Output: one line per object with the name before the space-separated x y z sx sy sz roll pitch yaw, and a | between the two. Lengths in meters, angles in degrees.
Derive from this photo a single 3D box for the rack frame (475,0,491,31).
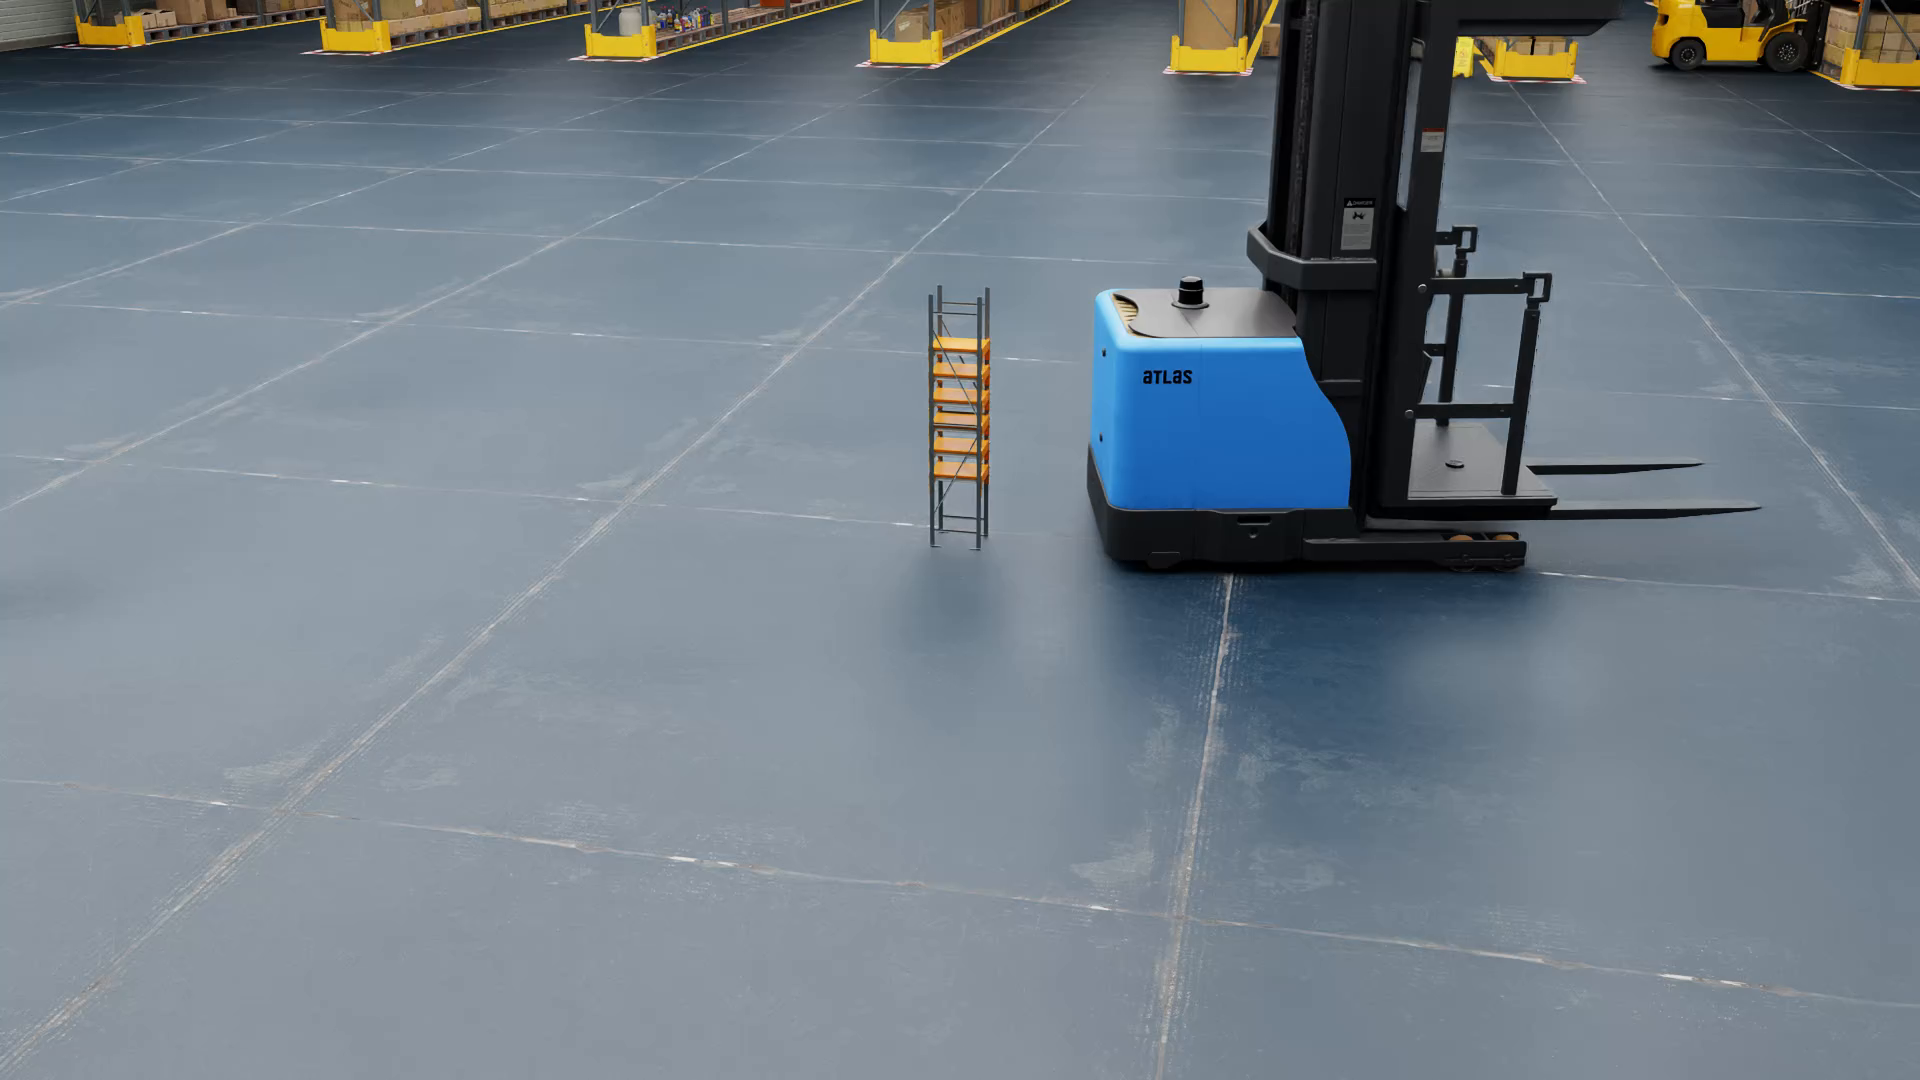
rack frame | -9.780 -11.484 32.353 1.000 3.000 0.127 4 22 11

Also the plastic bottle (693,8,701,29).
plastic bottle | -4.886 -9.635 30.718 0.144 0.351 0.185 4 22 11

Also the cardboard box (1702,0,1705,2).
cardboard box | 15.693 -11.201 34.434 0.500 0.500 0.500 4 22 10

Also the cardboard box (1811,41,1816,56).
cardboard box | 13.754 -7.802 26.330 0.500 0.250 0.500 5 23 13

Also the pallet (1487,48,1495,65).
pallet | 9.269 -7.983 27.392 1.003 0.211 1.213 4 22 11

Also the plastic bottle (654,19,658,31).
plastic bottle | -5.570 -9.391 30.314 0.097 0.201 0.097 0 22 0

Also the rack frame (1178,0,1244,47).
rack frame | 3.936 -8.849 25.812 1.000 3.000 0.127 4 22 11

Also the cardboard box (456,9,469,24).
cardboard box | -9.773 -10.035 31.873 0.500 0.250 0.500 4 22 11

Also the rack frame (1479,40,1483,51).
rack frame | 9.618 -9.972 28.599 1.000 3.000 0.127 4 22 11

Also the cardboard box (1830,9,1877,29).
cardboard box | 13.549 -7.895 25.221 0.500 0.250 0.500 5 22 12

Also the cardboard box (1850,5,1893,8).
cardboard box | 14.268 -8.229 26.050 0.500 0.250 0.500 4 22 10

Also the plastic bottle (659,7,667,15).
plastic bottle | -5.541 -9.748 30.999 0.144 0.351 0.185 4 22 9

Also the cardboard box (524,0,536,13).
cardboard box | -9.142 -11.094 34.504 0.500 0.250 0.500 5 22 12

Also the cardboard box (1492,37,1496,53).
cardboard box | 8.817 -7.933 26.655 0.500 0.250 0.500 5 22 11

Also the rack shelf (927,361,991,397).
rack shelf | -0.003 -0.733 7.543 0.258 0.103 0.180 4 22 11

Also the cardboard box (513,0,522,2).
cardboard box | -9.240 -11.168 33.935 0.500 0.311 0.500 4 22 9

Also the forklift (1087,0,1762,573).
forklift | 2.160 -1.411 7.433 3.031 2.935 1.130 -1 22 -2

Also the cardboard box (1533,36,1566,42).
cardboard box | 9.242 -8.059 25.963 0.500 0.500 0.500 4 22 9

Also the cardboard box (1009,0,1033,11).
cardboard box | 0.894 -11.650 35.048 1.225 0.875 0.875 3 22 8

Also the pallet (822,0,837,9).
pallet | -3.498 -12.458 38.505 1.003 0.211 1.213 4 22 11

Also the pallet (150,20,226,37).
pallet | -14.980 -9.871 32.080 1.003 0.211 1.213 4 22 11

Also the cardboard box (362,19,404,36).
cardboard box | -10.269 -9.120 29.601 0.500 0.250 0.500 4 22 11

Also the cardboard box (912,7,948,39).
cardboard box | -0.521 -8.976 28.909 0.500 0.500 0.500 7 23 16

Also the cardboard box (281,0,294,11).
cardboard box | -14.440 -11.368 34.822 0.700 0.500 0.500 4 22 10

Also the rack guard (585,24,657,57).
rack guard | -5.779 -8.514 28.325 1.175 0.500 0.348 4 22 11

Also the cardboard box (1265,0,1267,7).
cardboard box | 6.375 -11.796 35.911 0.500 0.500 0.500 4 22 10

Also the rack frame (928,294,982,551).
rack frame | -0.022 -0.518 7.533 0.240 1.200 0.006 4 22 11

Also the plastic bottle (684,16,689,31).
plastic bottle | -4.983 -9.382 30.197 0.097 0.271 0.097 0 22 0

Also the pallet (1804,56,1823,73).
pallet | 14.028 -7.566 26.358 1.003 0.211 1.213 4 22 11

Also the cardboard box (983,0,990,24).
cardboard box | 0.179 -10.168 31.842 0.700 0.500 0.500 4 22 11

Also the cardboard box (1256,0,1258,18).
cardboard box | 5.356 -10.711 32.882 1.050 0.750 0.750 4 22 10

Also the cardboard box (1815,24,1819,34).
cardboard box | 13.759 -8.041 26.253 0.500 0.250 0.500 4 22 11

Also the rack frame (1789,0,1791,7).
rack frame | 14.478 -9.595 27.663 1.000 3.000 0.127 4 22 11

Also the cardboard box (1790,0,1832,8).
cardboard box | 14.072 -8.825 27.531 0.500 0.250 0.500 4 22 10

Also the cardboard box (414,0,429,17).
cardboard box | -10.080 -9.834 30.371 0.500 0.500 0.500 4 22 11

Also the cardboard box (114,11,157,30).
cardboard box | -15.217 -9.600 30.686 0.500 0.311 0.500 2 22 5

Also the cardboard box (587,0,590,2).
cardboard box | -8.490 -12.328 37.206 0.500 0.500 0.500 4 22 9

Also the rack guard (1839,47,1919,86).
rack guard | 13.657 -6.964 24.475 1.175 0.500 0.348 4 22 11

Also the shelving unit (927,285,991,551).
shelving unit | -0.003 -0.551 7.616 0.258 1.200 0.189 4 22 11

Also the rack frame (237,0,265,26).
rack frame | -14.630 -11.860 33.287 1.000 3.000 0.127 4 22 11

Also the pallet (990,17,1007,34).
pallet | 0.321 -10.166 32.814 1.003 0.211 1.213 4 22 11

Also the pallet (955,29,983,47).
pallet | -0.186 -9.186 30.379 1.003 0.211 1.213 4 22 11

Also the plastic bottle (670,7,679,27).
plastic bottle | -5.362 -9.806 31.143 0.144 0.351 0.185 4 22 11

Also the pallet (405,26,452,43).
pallet | -10.230 -9.455 31.048 1.003 0.211 1.213 4 22 11

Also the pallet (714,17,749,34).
pallet | -4.810 -10.102 32.653 1.003 0.211 1.213 4 22 11

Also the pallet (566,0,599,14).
pallet | -8.775 -11.924 37.177 1.003 0.211 1.213 4 22 11

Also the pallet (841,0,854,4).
pallet | -3.187 -13.009 39.873 1.003 0.211 1.213 4 22 11

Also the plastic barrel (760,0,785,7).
plastic barrel | -4.033 -11.936 35.819 0.600 0.830 0.708 4 22 11
